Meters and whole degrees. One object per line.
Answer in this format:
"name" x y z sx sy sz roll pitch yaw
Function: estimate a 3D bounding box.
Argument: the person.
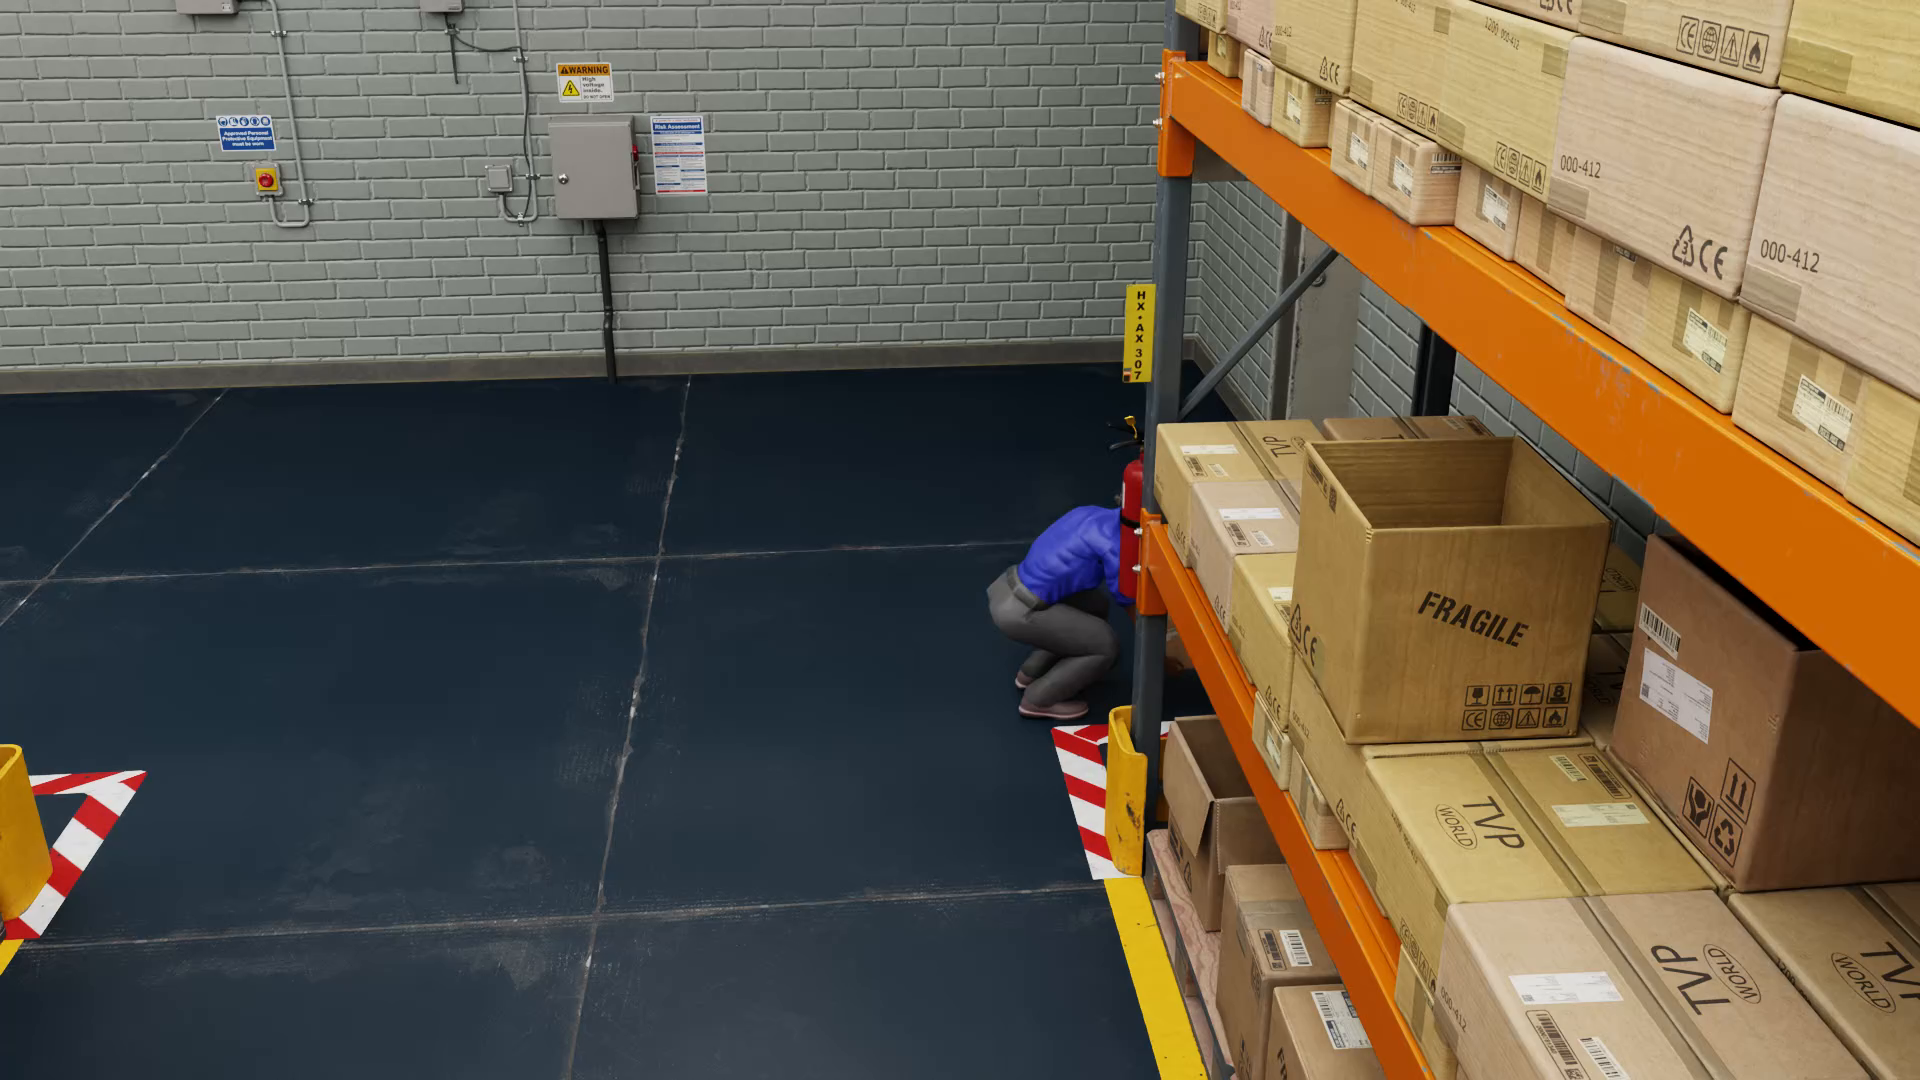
"person" 0.521 0.246 6.946 0.822 0.942 0.482 -2 24 -4
